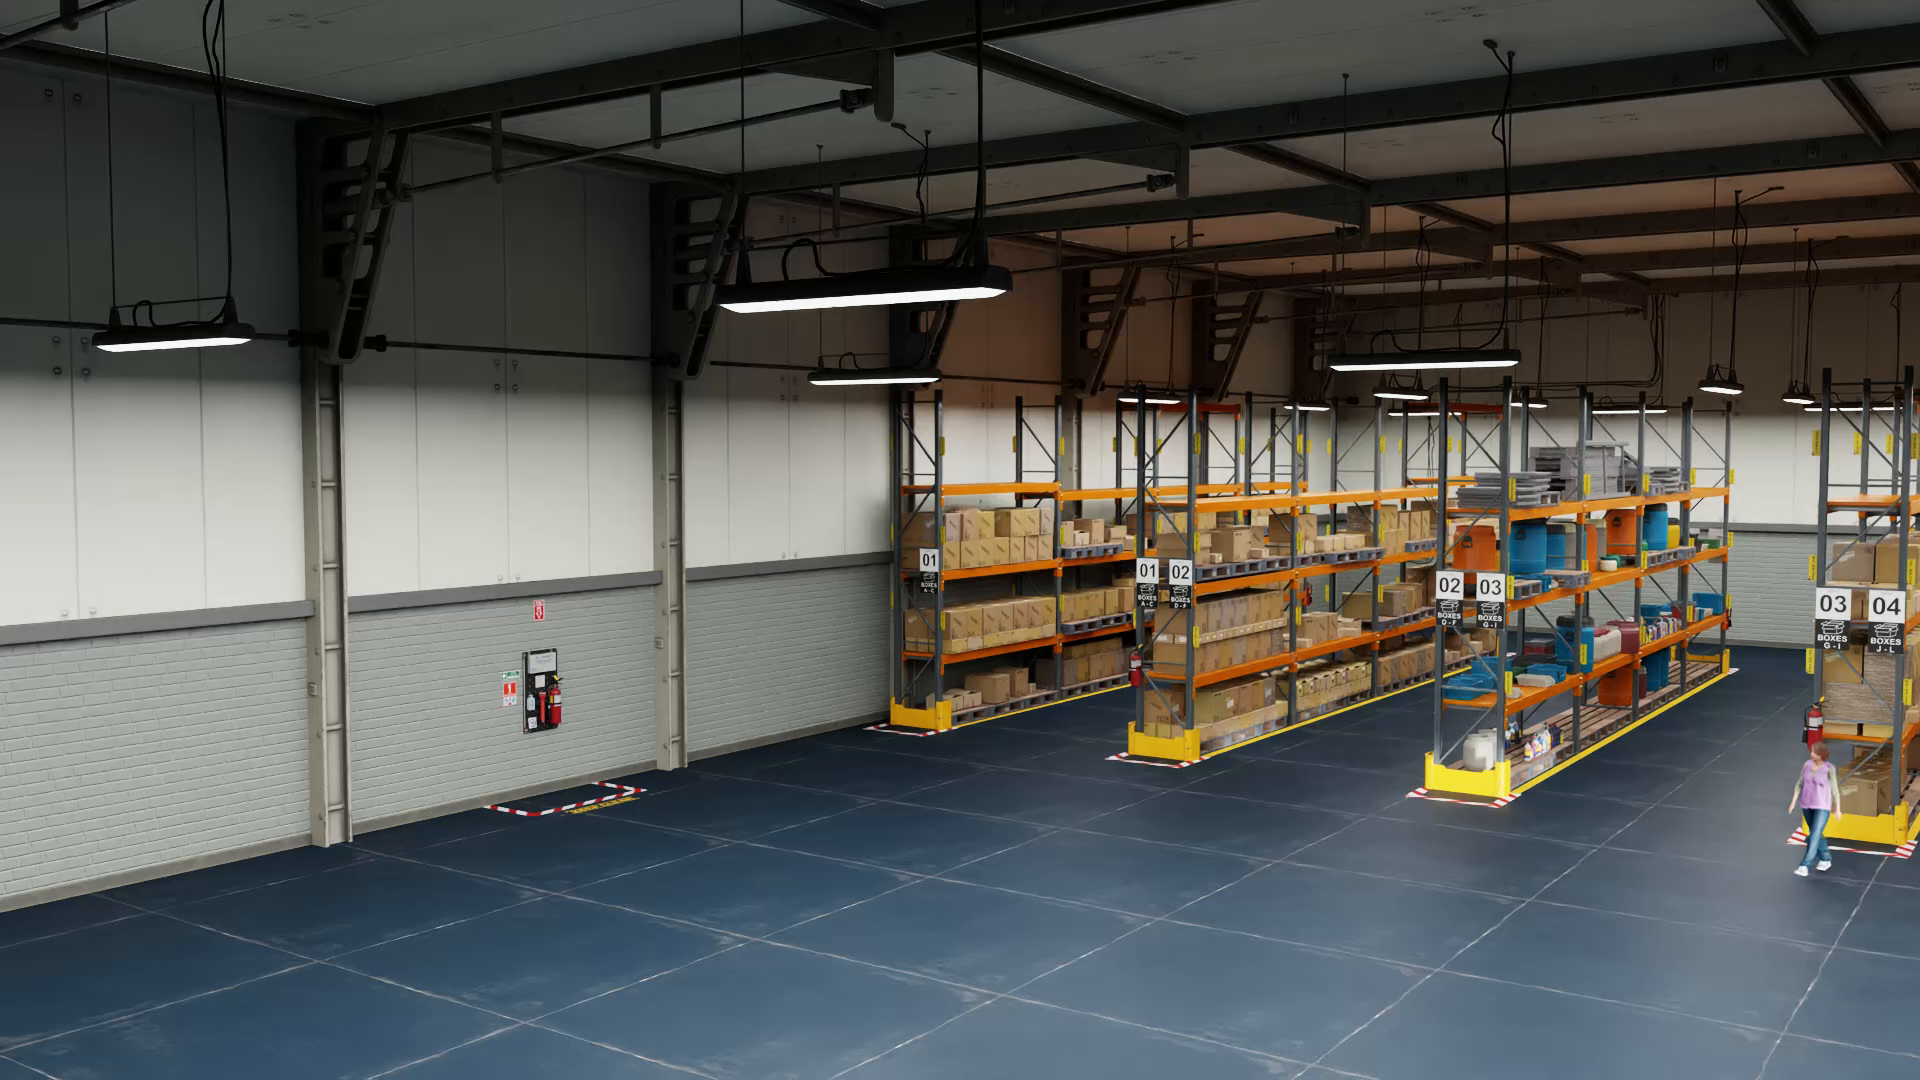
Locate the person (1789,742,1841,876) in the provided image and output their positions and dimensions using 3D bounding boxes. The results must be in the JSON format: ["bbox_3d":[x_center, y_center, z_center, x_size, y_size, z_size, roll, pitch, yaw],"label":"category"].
[{"bbox_3d":[9.911,3.120,19.373,0.952,1.548,0.448,-2,4,-28],"label":"person"}]

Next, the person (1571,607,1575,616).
[{"bbox_3d":[12.768,2.204,34.490,0.998,1.674,0.567,-3,4,-38],"label":"person"}]
